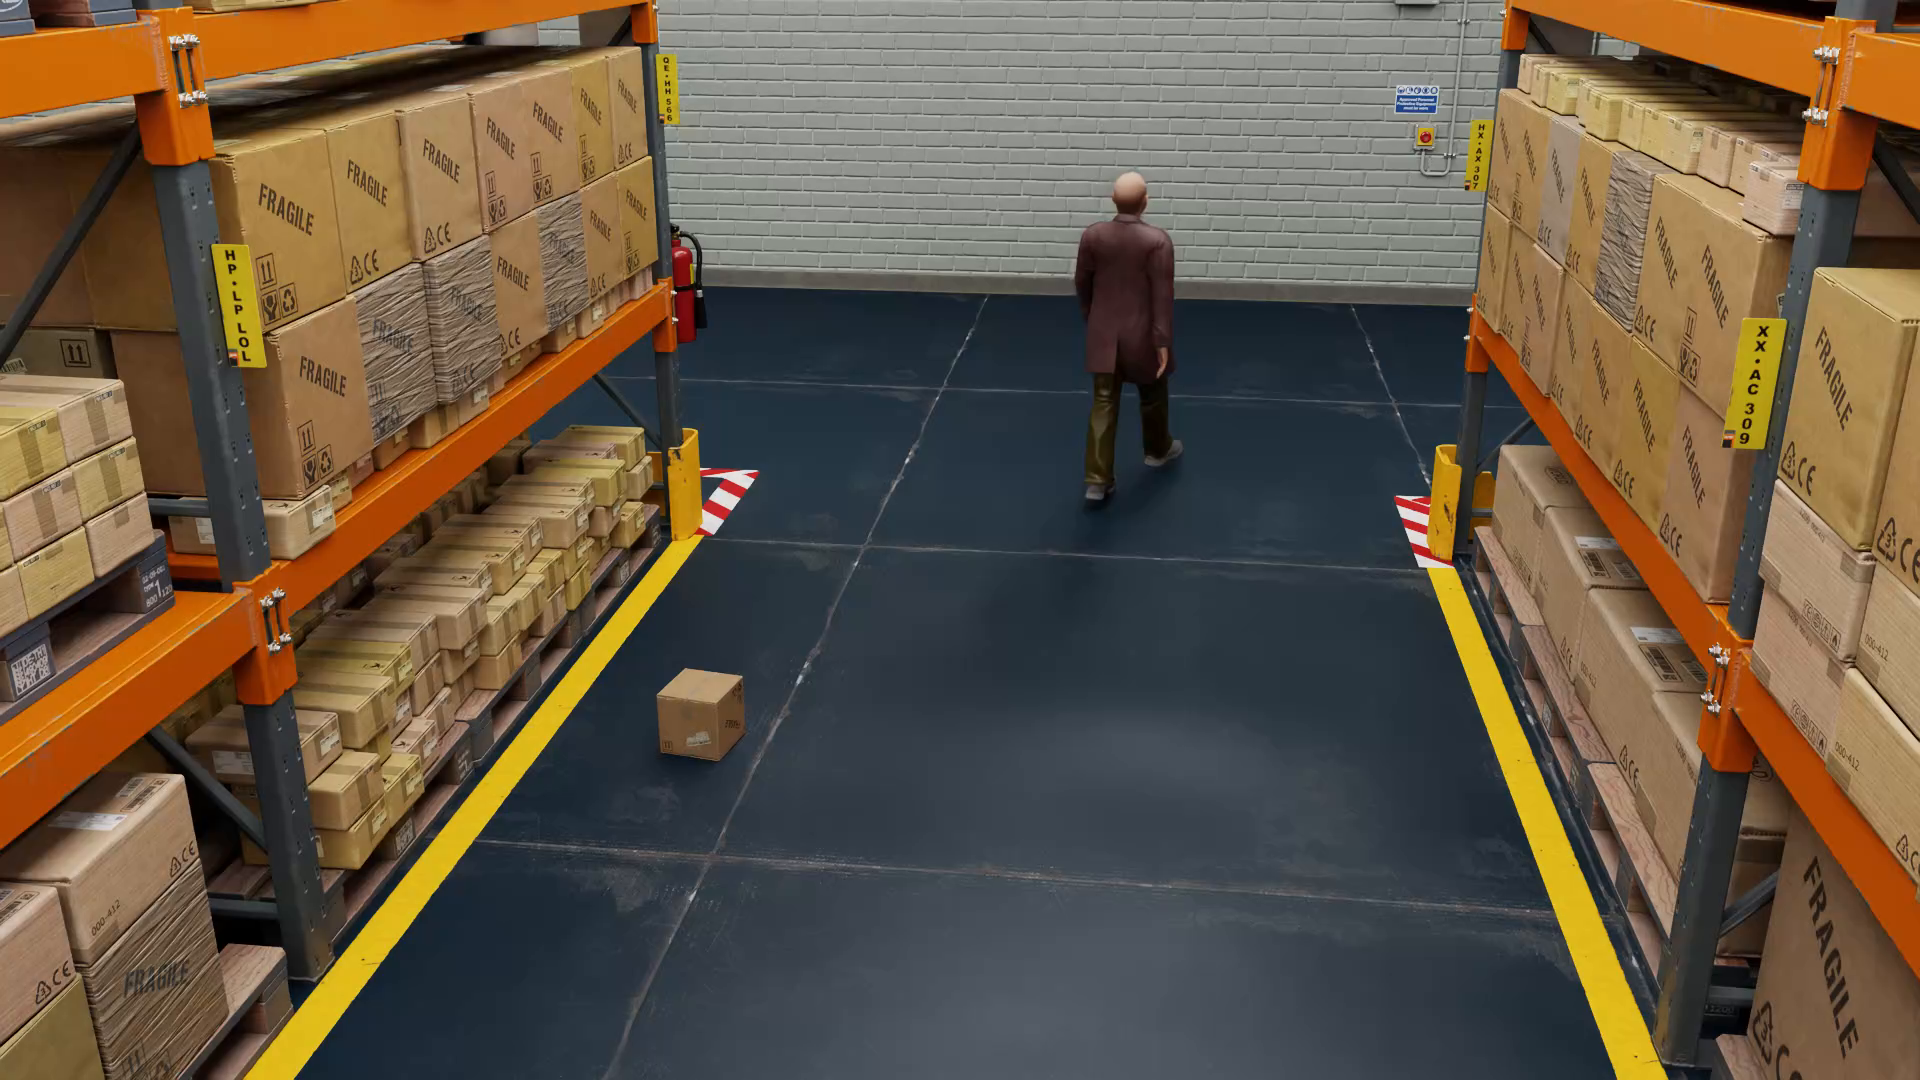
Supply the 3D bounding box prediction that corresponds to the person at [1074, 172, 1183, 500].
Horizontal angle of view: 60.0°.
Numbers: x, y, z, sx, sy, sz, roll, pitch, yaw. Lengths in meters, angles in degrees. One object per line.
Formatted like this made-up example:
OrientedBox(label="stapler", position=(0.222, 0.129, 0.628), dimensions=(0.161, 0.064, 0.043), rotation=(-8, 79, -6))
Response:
OrientedBox(label="person", position=(0.938, -1.163, 9.119), dimensions=(0.602, 1.730, 1.056), rotation=(8, 22, 20))
